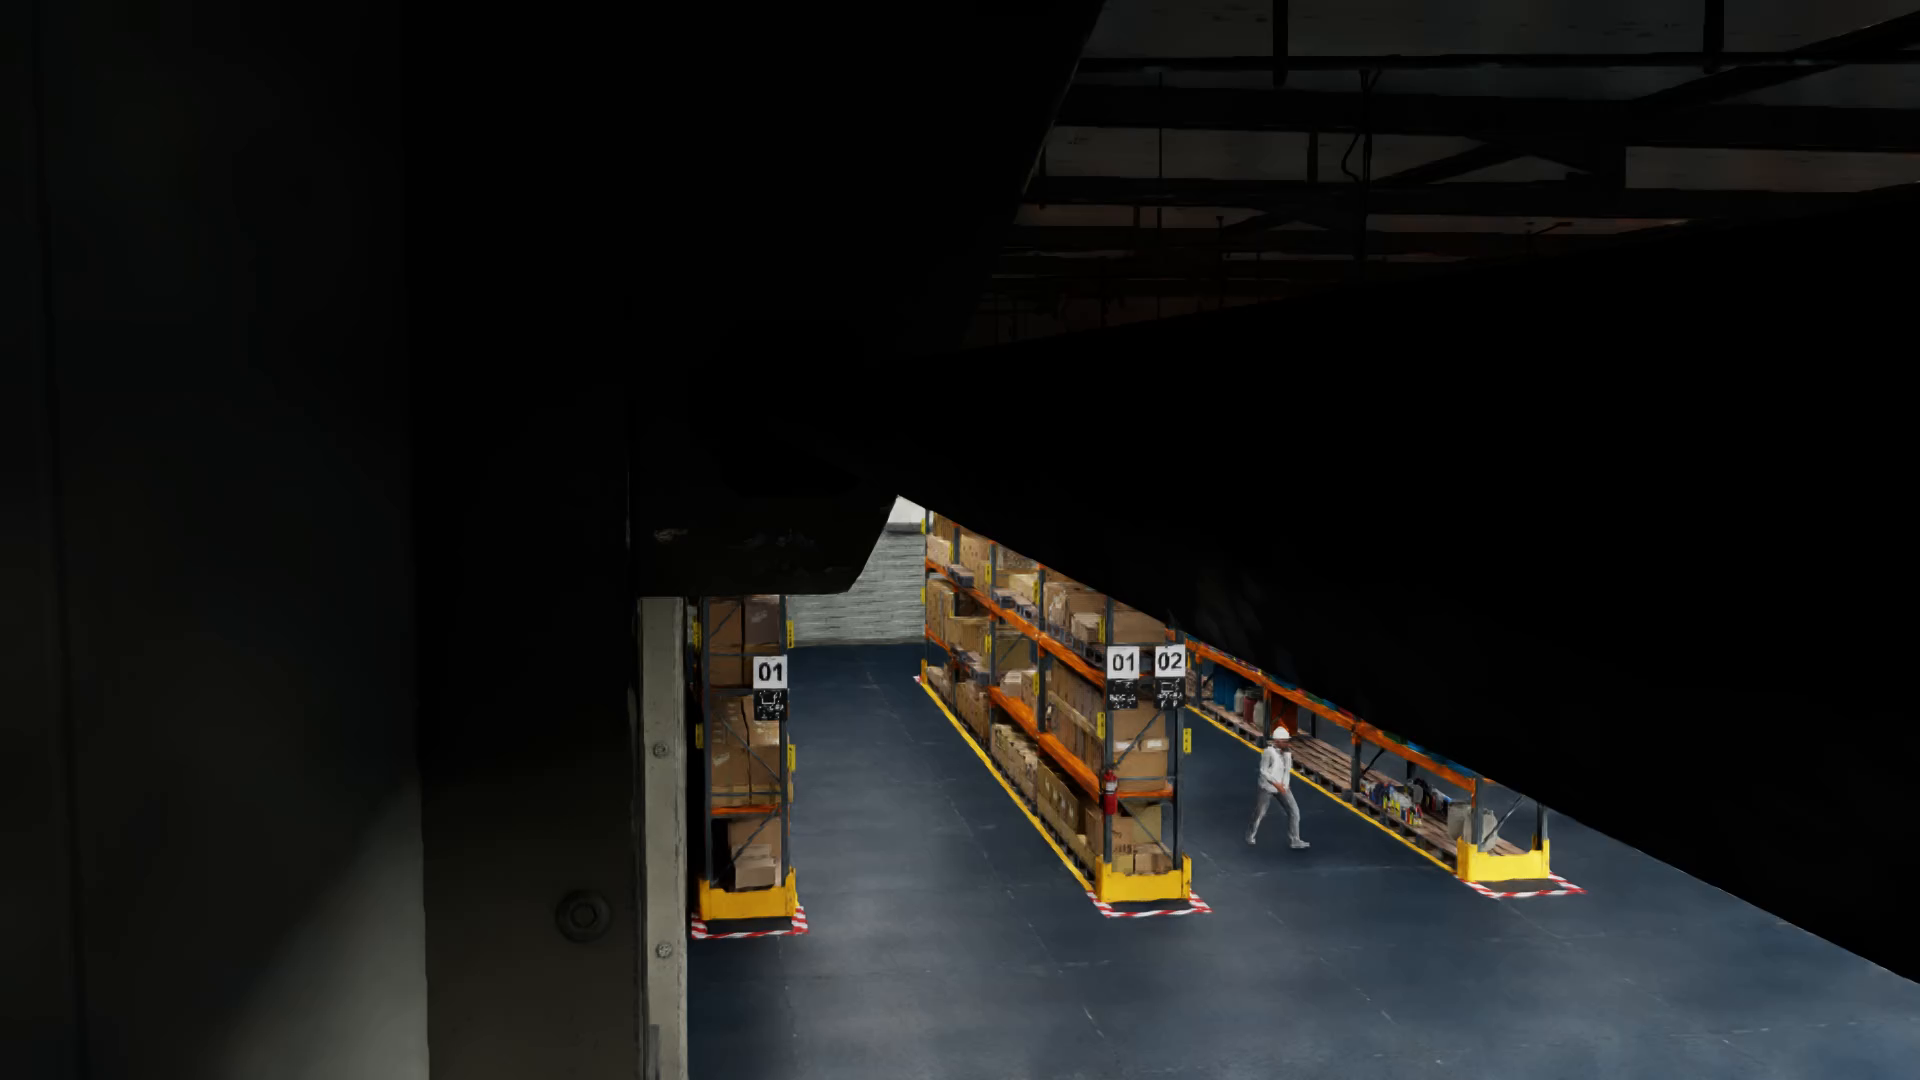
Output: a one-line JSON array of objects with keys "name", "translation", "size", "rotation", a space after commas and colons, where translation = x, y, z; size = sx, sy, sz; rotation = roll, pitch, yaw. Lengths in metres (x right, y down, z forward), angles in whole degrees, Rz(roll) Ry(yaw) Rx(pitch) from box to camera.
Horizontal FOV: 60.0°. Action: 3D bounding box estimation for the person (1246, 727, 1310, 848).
[{"name": "person", "translation": [4.394, 3.428, 23.202], "size": [0.679, 1.713, 0.830], "rotation": [-3, 6, -27]}]
